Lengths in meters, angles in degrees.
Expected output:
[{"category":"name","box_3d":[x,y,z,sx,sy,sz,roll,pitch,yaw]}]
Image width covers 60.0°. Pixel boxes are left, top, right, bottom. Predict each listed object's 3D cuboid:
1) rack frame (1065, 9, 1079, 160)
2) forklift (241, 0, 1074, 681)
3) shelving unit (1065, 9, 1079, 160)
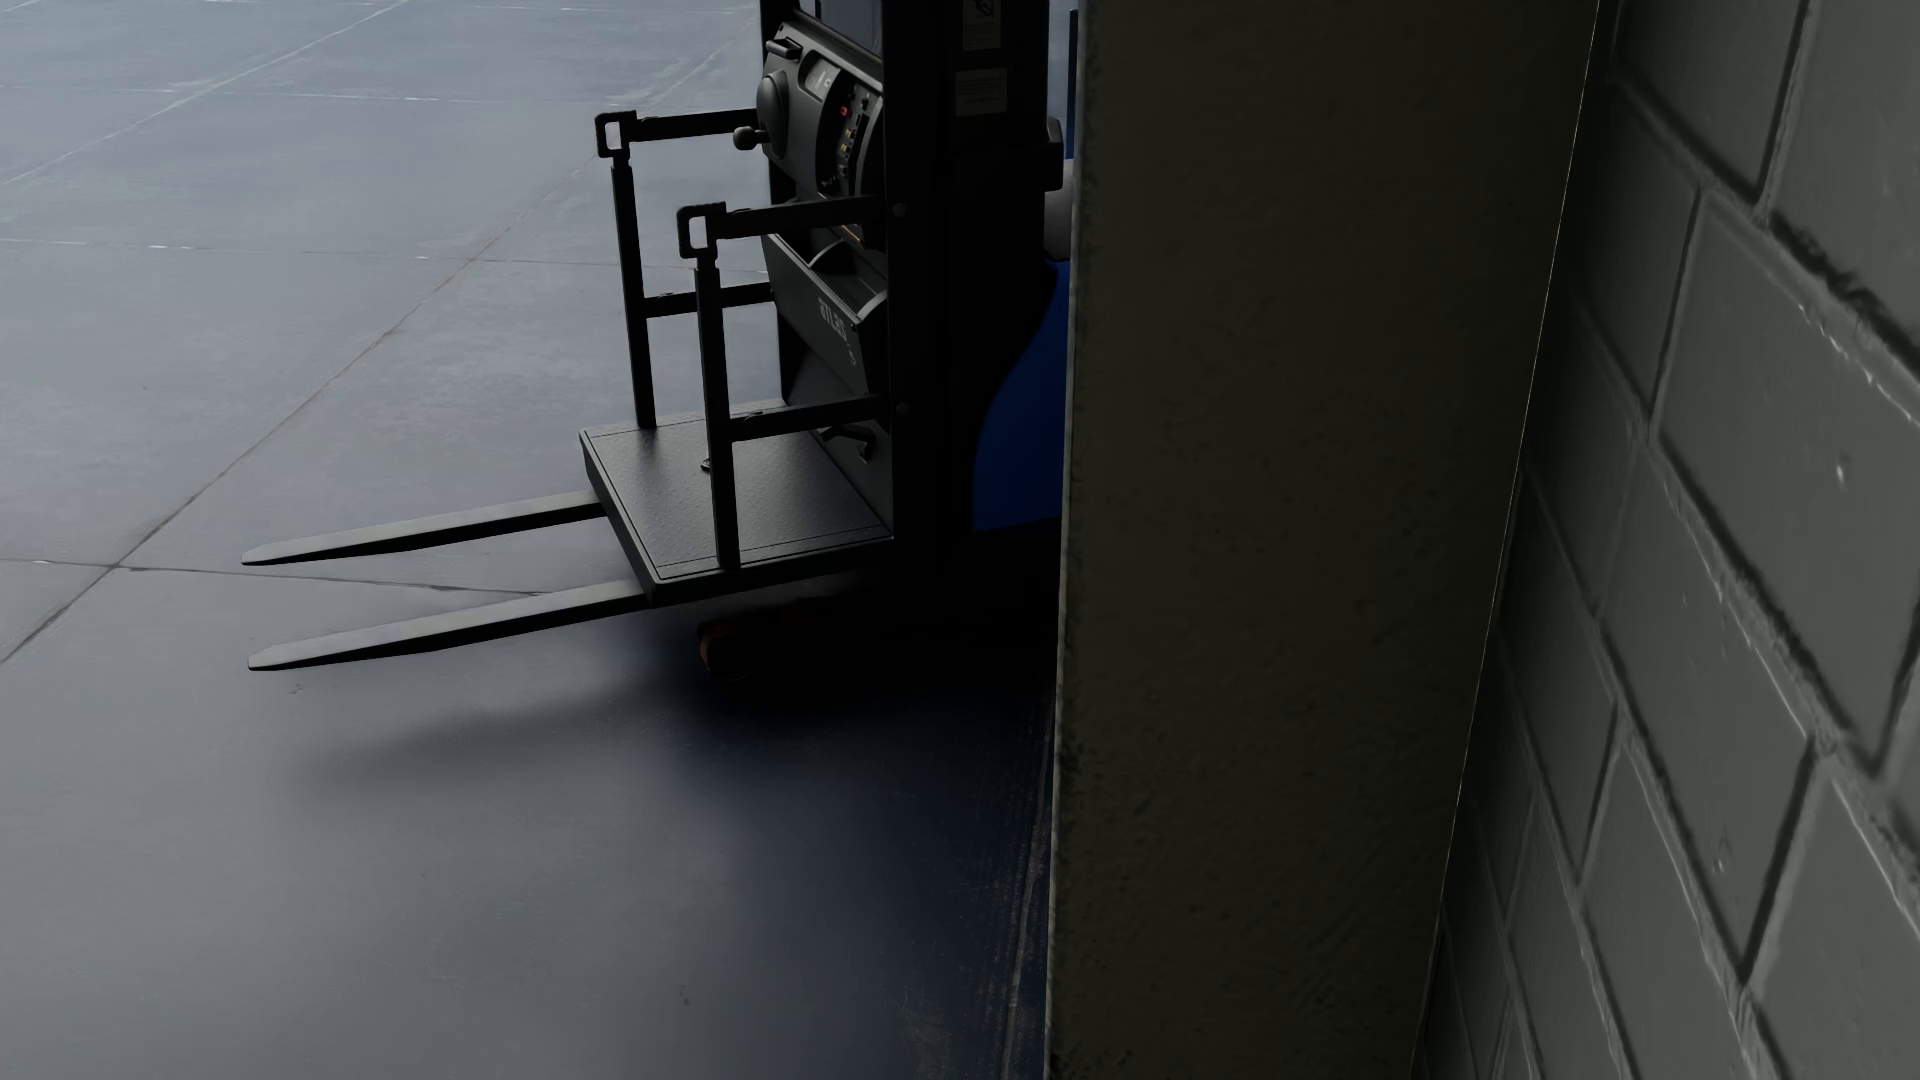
[{"category":"rack frame","box_3d":[0.614,-1.085,5.847,0.500,1.500,0.032,3,28,6]},{"category":"forklift","box_3d":[-0.576,-1.178,4.511,3.031,2.935,1.130,-11,30,-20]},{"category":"shelving unit","box_3d":[0.673,-1.329,6.299,0.587,1.500,1.083,3,28,6]}]
